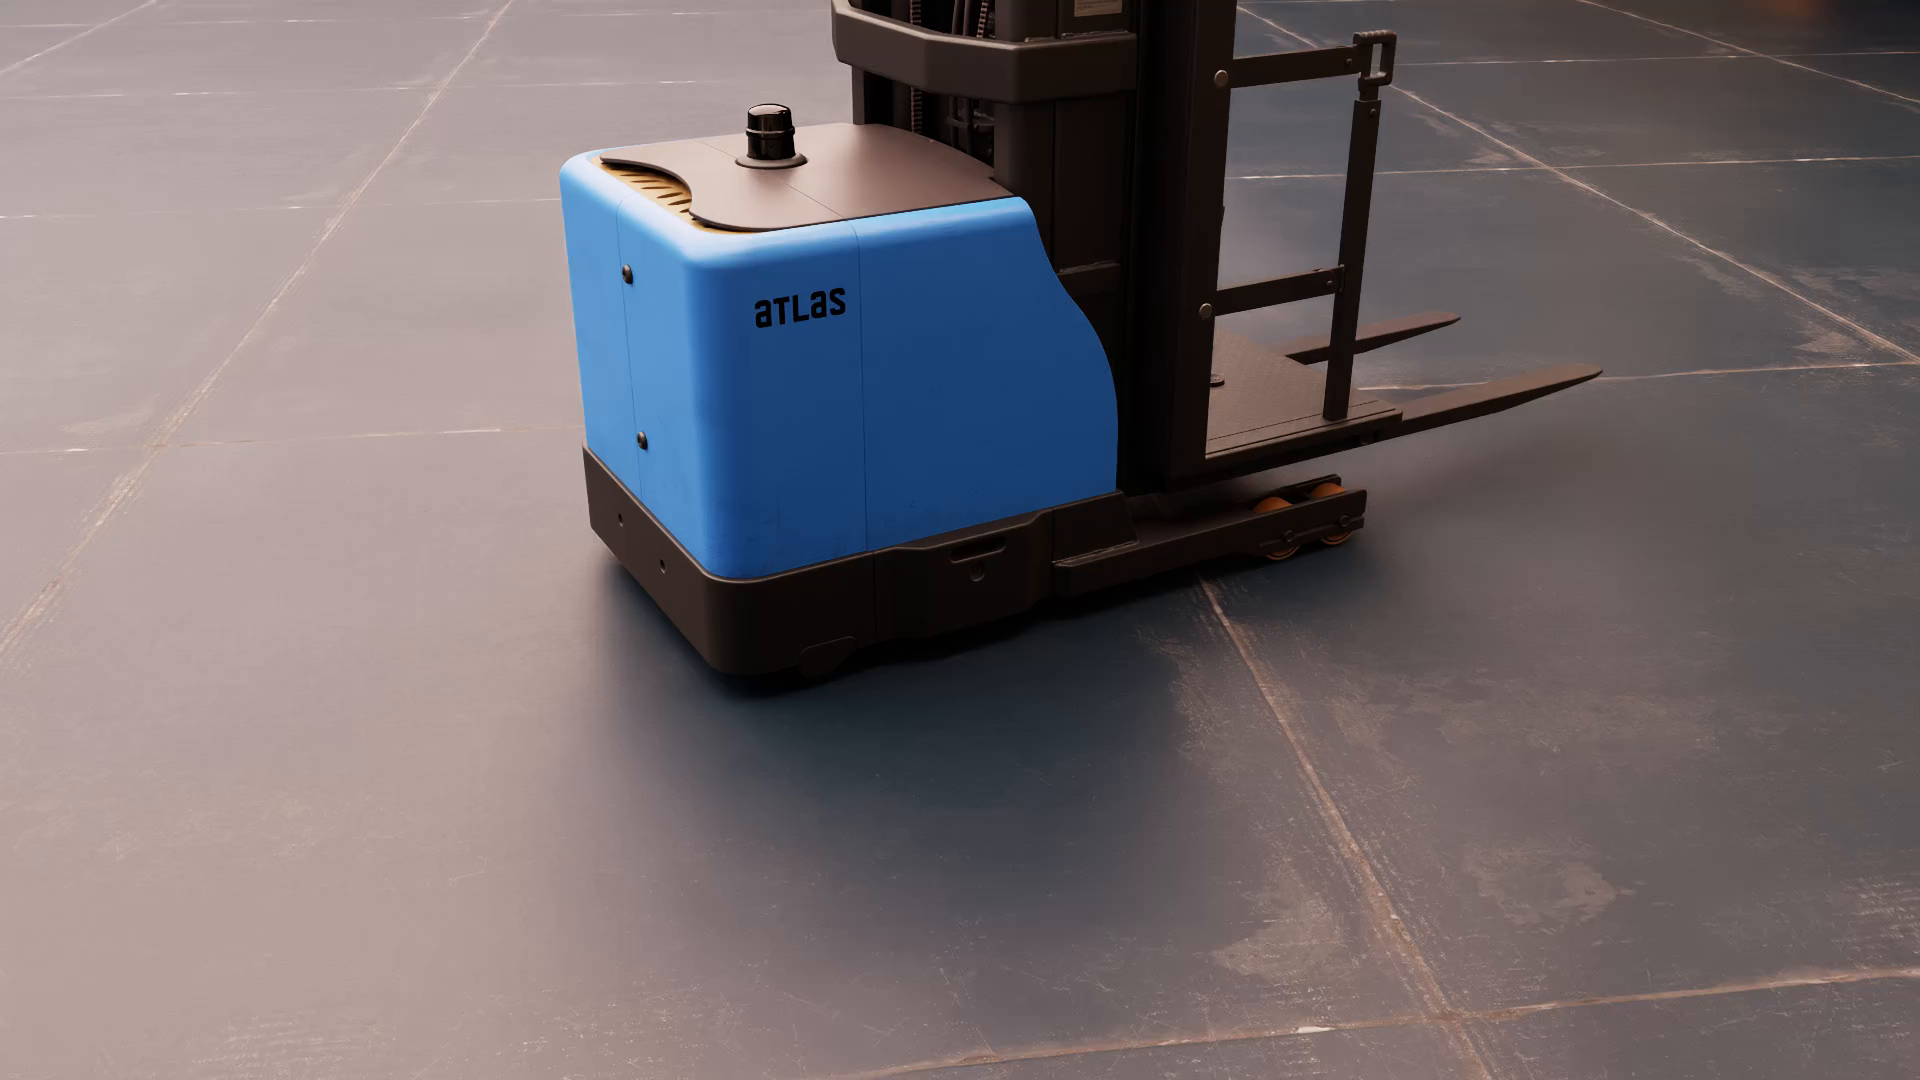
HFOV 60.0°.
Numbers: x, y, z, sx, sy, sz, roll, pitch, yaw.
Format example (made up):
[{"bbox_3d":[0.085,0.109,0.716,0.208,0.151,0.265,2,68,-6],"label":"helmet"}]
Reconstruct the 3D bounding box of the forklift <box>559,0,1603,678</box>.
[{"bbox_3d":[0.529,-1.451,4.240,3.031,2.935,1.130,-14,29,-26],"label":"forklift"}]
